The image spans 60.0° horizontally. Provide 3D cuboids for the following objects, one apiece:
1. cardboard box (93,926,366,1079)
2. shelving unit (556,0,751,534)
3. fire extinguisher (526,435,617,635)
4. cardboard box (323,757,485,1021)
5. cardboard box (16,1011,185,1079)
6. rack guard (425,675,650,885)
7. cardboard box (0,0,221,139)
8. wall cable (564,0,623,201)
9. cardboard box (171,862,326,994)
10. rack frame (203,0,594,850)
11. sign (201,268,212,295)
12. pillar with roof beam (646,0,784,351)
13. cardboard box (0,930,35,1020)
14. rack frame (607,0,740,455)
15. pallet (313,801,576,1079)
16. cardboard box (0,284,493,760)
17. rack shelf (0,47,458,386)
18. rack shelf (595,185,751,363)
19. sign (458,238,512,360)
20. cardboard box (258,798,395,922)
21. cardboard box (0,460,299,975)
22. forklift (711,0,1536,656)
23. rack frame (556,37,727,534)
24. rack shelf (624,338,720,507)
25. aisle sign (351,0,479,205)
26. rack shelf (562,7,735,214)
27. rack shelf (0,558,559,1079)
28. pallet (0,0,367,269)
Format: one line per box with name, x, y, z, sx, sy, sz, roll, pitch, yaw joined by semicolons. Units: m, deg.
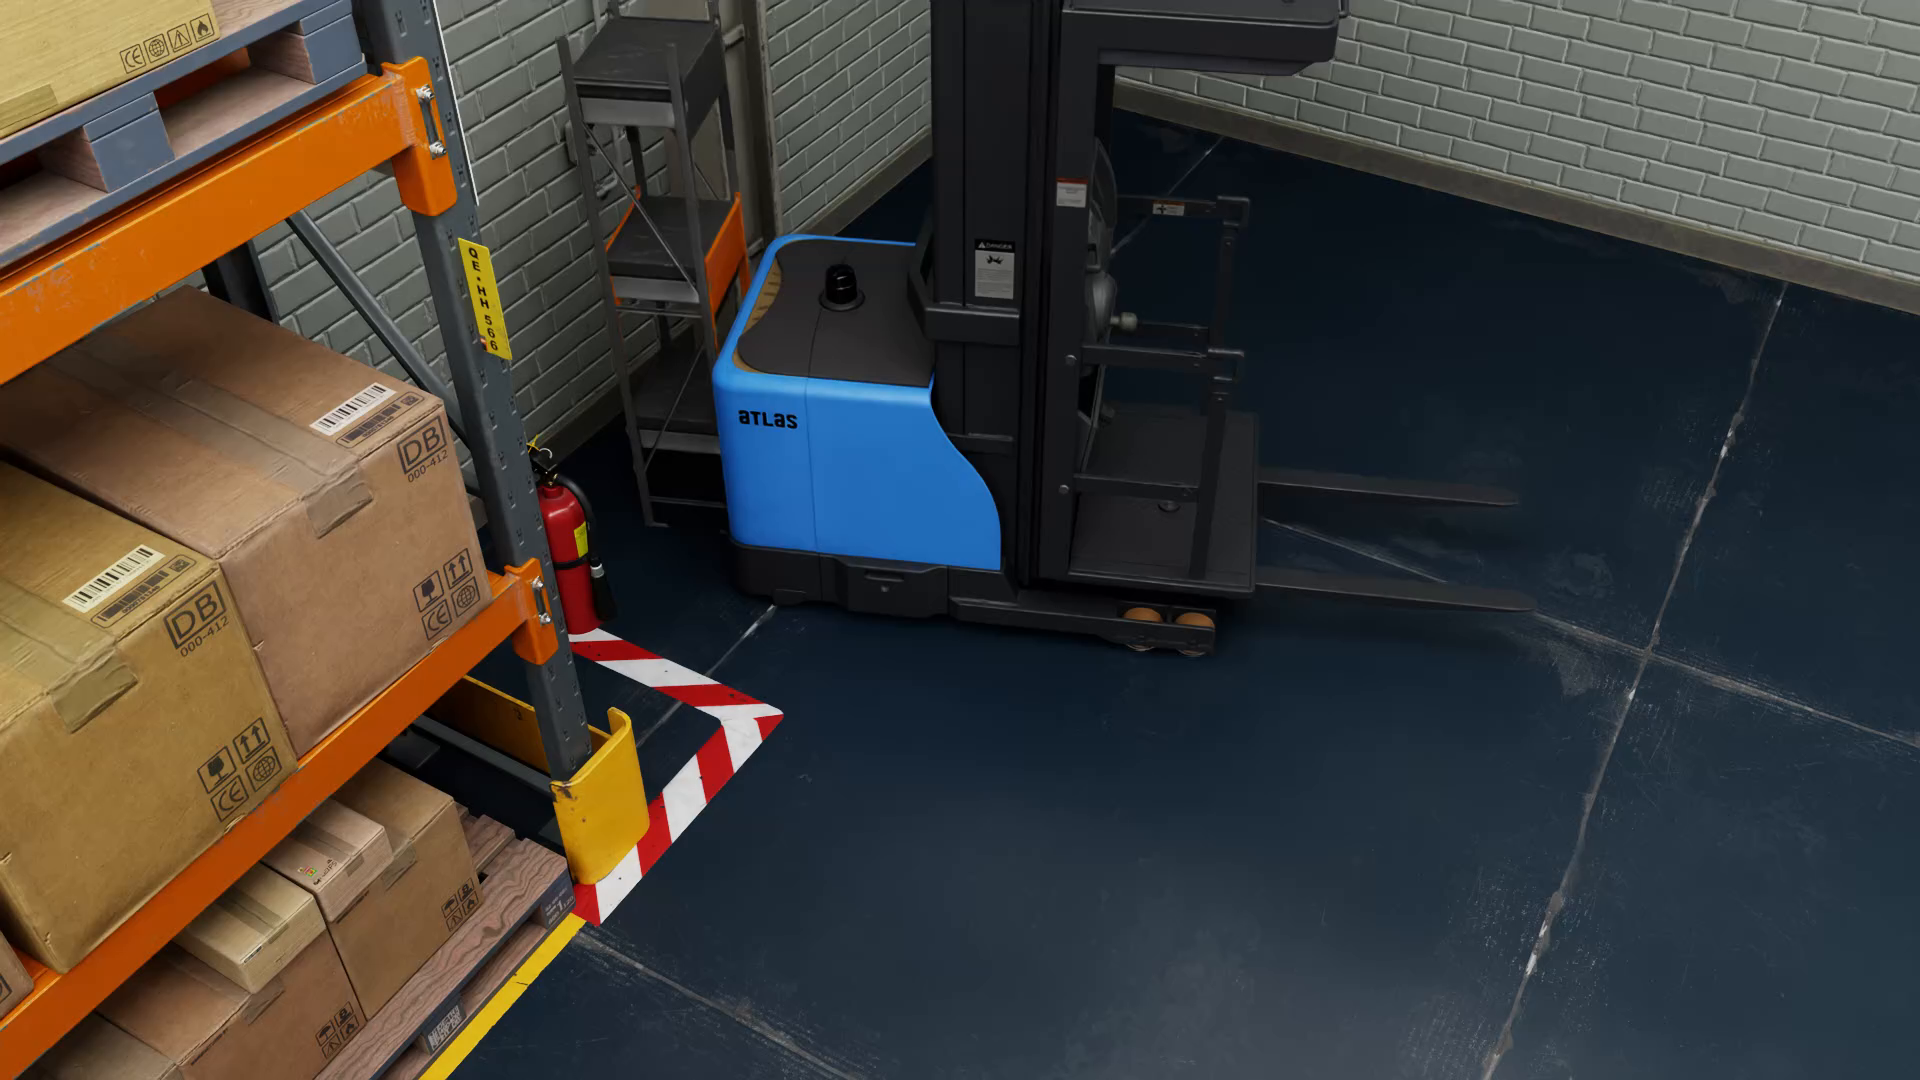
cardboard box;-2.148;1.246;4.639;0.700;0.500;0.500;21;45;22
shelving unit;-1.066;-0.992;6.282;0.431;2.100;0.503;5;42;7
fire extinguisher;-1.158;-0.019;4.843;0.296;0.674;0.183;21;45;22
cardboard box;-1.897;0.960;4.964;0.700;0.500;0.500;21;45;22
cardboard box;-2.399;1.534;4.312;0.700;0.500;0.500;19;45;21
rack guard;-1.621;0.670;5.611;1.175;0.500;0.348;21;45;22
cardboard box;-1.770;-1.012;3.080;0.500;0.250;0.500;22;46;23
wall cable;-1.812;-1.681;5.621;0.084;1.984;1.851;21;45;22
cardboard box;-1.931;0.997;4.432;0.380;0.149;0.250;22;46;23
rack frame;-1.633;-0.254;4.769;1.000;3.000;0.127;21;45;22
sign;-2.111;-0.796;4.669;0.100;0.325;0.005;21;45;22
pillar with roof beam;2.696;-2.913;3.249;9.100;9.000;0.400;21;45;22
cardboard box;-2.624;0.781;3.366;0.980;0.700;0.700;19;45;20
rack frame;-1.027;-1.151;6.463;0.400;2.100;0.015;5;42;7
pallet;-1.966;1.276;5.142;1.003;0.211;1.213;21;45;22
cardboard box;-1.880;-0.072;4.335;0.980;0.700;0.700;23;46;24
rack shelf;-2.634;0.034;2.716;1.077;0.370;4.000;21;45;22
rack shelf;-1.066;-0.981;6.291;0.431;0.518;0.480;5;42;7
sign;-1.171;-0.590;4.095;0.100;0.325;0.005;21;45;22
cardboard box;-1.804;0.850;4.598;0.380;0.149;0.250;20;45;22
cardboard box;-2.234;0.348;3.858;0.980;0.700;0.700;21;45;22
forklift;0.672;-1.043;5.717;3.031;2.935;1.130;6;42;6
rack frame;-1.105;-0.833;6.101;0.400;2.100;0.015;5;42;7
rack shelf;-1.056;-0.455;6.752;0.431;0.518;0.480;5;42;7
aisle sign;-1.338;-1.172;3.844;0.394;0.787;0.004;21;45;22
rack shelf;-1.076;-1.508;5.830;0.431;0.518;0.480;5;42;7
rack shelf;-2.634;1.160;3.707;1.077;0.370;4.000;21;45;22
pallet;-1.996;-0.919;3.321;1.003;0.211;1.213;21;45;22
